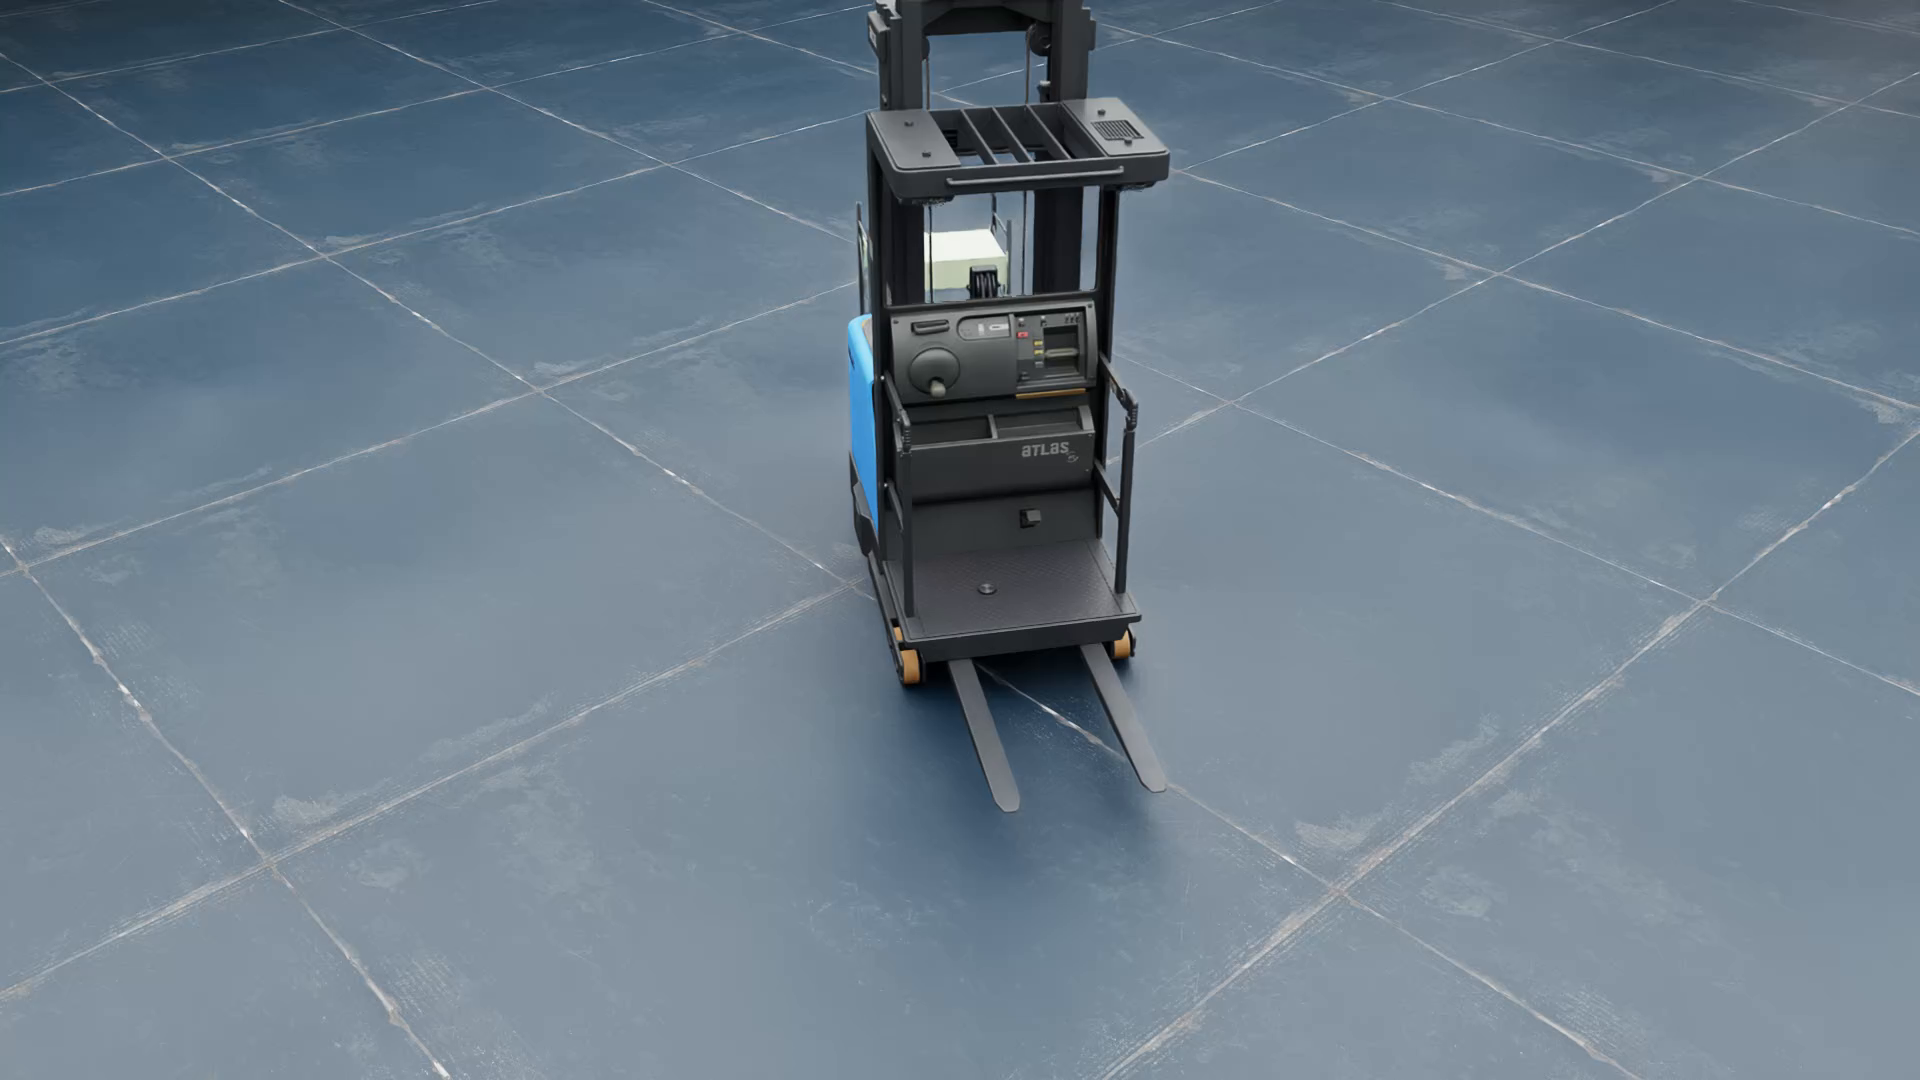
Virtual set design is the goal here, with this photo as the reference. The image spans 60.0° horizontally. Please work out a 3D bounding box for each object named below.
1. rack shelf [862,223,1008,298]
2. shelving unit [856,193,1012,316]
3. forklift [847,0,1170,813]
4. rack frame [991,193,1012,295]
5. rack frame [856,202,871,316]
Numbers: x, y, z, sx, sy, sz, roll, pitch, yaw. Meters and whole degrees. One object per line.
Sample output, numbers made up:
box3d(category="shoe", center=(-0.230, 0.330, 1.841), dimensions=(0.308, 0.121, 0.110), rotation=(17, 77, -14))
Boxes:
box3d(category="rack shelf", center=(-0.142, -1.418, 8.882), dimensions=(0.720, 0.370, 0.431), rotation=(-6, 32, -10))
box3d(category="shelving unit", center=(-0.142, -1.085, 9.086), dimensions=(0.755, 1.500, 0.431), rotation=(-6, 32, -10))
box3d(category="forklift", center=(0.200, -0.794, 7.239), dimensions=(1.130, 2.935, 3.031), rotation=(-6, 32, -10))
box3d(category="rack frame", center=(0.217, -1.123, 9.148), dimensions=(0.023, 1.500, 0.400), rotation=(-6, 32, -10))
box3d(category="rack frame", center=(-0.501, -1.047, 9.024), dimensions=(0.023, 1.500, 0.400), rotation=(-6, 32, -10))
